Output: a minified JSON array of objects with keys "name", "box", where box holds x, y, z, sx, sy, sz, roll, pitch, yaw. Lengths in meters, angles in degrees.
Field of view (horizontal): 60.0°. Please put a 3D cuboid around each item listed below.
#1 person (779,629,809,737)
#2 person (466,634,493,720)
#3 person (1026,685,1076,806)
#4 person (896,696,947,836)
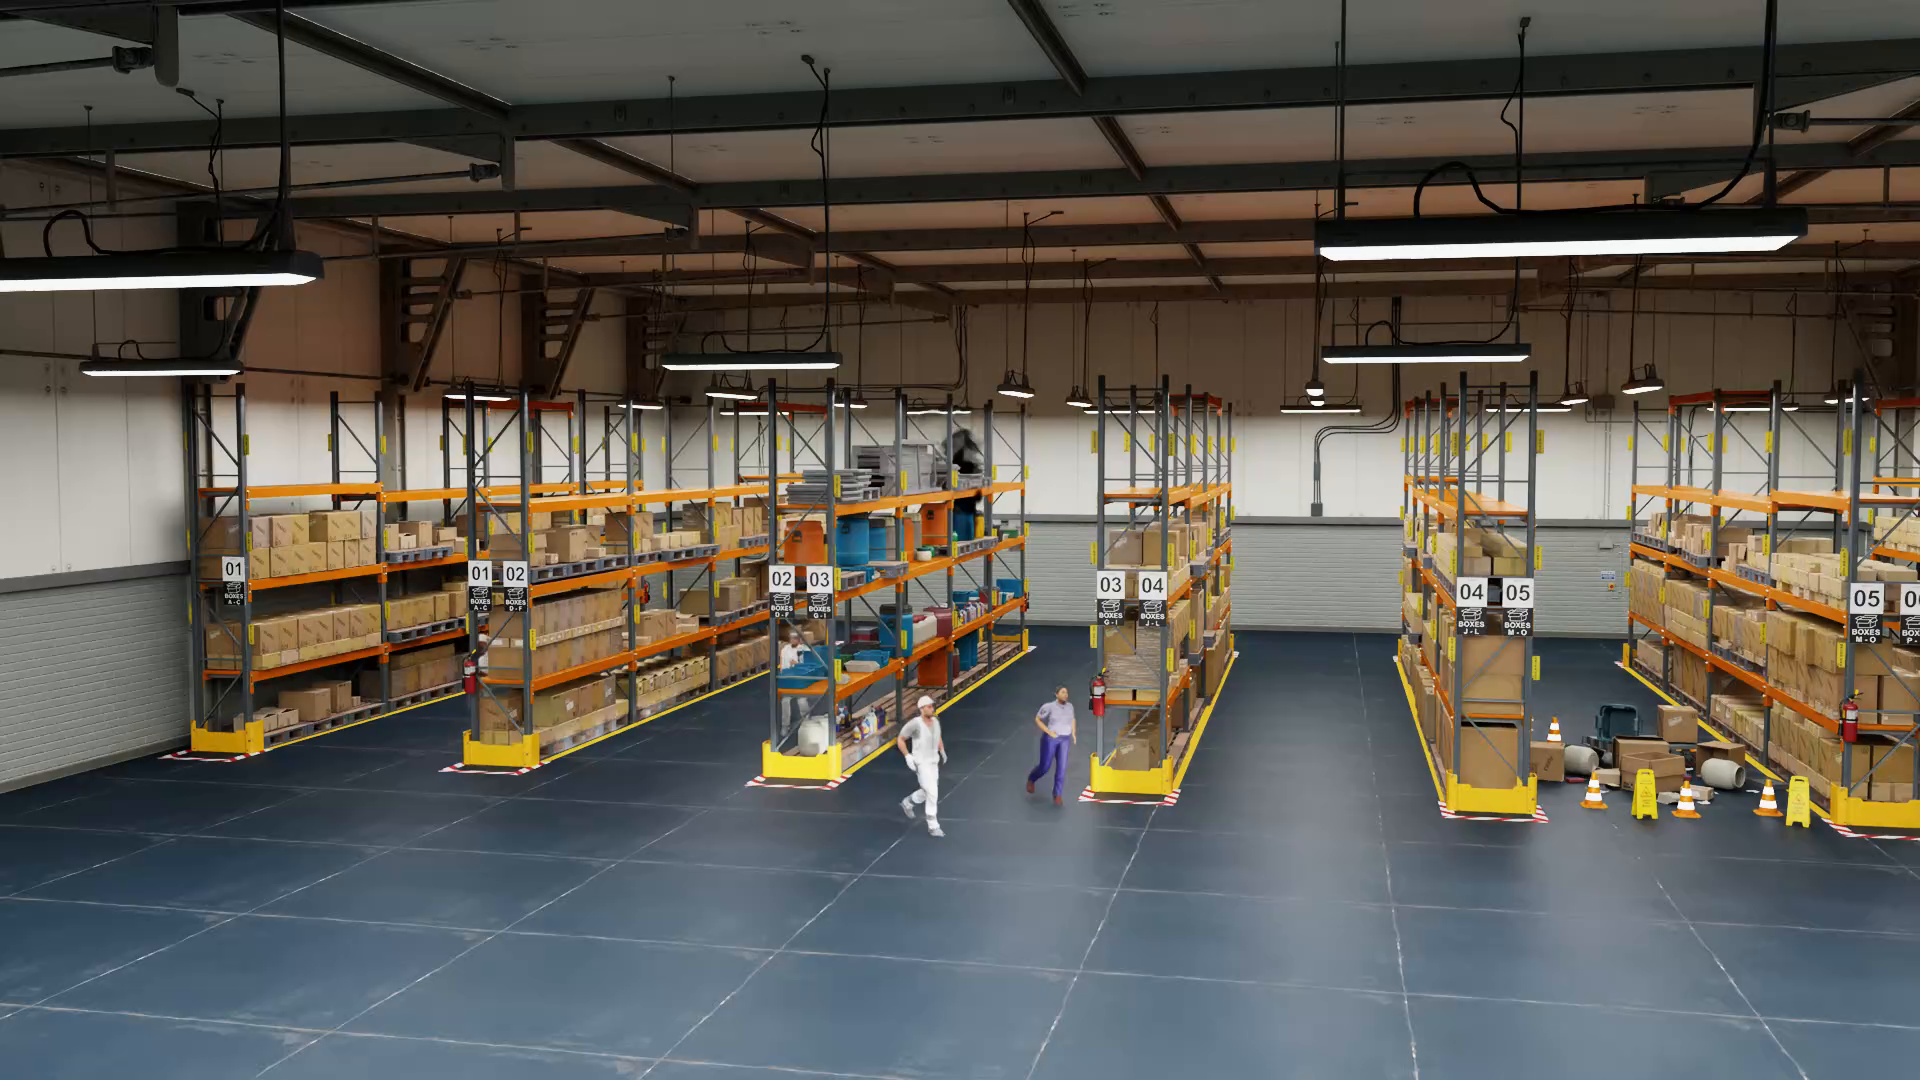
[{"name":"person","box":[-2.872,2.449,28.891,0.651,1.812,0.916,1,3,10]},{"name":"person","box":[-8.180,2.501,28.418,0.670,1.815,0.834,1,3,10]},{"name":"person","box":[1.374,2.854,23.414,0.684,1.612,0.905,-1,3,-20]},{"name":"person","box":[-0.499,2.912,21.545,0.863,1.807,0.675,3,4,43]}]
